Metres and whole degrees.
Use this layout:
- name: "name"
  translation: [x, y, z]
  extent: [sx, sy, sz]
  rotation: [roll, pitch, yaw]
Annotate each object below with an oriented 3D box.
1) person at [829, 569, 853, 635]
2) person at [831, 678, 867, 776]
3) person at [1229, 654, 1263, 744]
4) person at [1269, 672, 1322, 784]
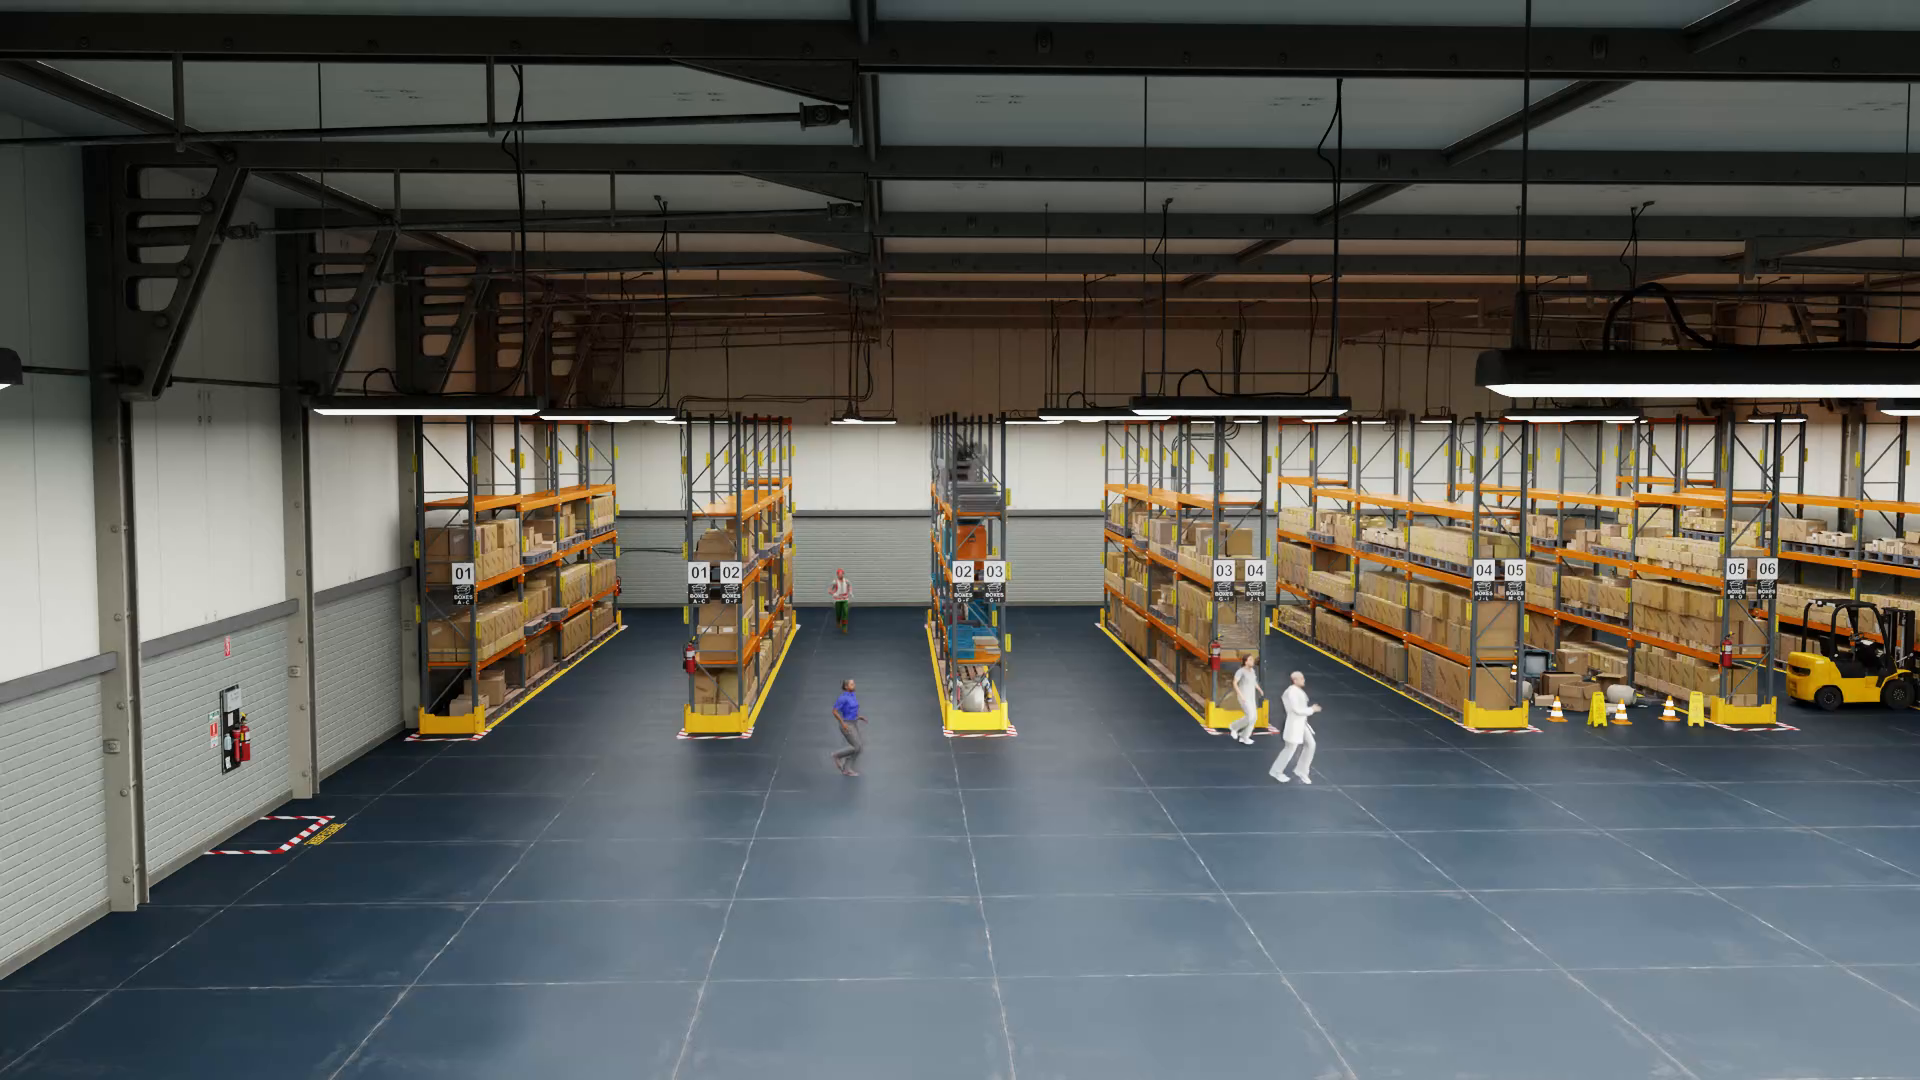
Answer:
- name: "person"
  translation: [-3.297, 1.700, 46.157]
  extent: [0.685, 1.789, 0.913]
  rotation: [-1, 4, -13]
- name: "person"
  translation: [-1.810, 3.114, 27.308]
  extent: [0.555, 1.528, 0.582]
  rotation: [1, 4, 20]
- name: "person"
  translation: [5.180, 2.863, 30.120]
  extent: [0.568, 1.638, 0.583]
  rotation: [4, 5, 43]
- name: "person"
  translation: [5.374, 3.028, 26.619]
  extent: [0.840, 1.856, 0.709]
  rotation: [2, 4, 25]
